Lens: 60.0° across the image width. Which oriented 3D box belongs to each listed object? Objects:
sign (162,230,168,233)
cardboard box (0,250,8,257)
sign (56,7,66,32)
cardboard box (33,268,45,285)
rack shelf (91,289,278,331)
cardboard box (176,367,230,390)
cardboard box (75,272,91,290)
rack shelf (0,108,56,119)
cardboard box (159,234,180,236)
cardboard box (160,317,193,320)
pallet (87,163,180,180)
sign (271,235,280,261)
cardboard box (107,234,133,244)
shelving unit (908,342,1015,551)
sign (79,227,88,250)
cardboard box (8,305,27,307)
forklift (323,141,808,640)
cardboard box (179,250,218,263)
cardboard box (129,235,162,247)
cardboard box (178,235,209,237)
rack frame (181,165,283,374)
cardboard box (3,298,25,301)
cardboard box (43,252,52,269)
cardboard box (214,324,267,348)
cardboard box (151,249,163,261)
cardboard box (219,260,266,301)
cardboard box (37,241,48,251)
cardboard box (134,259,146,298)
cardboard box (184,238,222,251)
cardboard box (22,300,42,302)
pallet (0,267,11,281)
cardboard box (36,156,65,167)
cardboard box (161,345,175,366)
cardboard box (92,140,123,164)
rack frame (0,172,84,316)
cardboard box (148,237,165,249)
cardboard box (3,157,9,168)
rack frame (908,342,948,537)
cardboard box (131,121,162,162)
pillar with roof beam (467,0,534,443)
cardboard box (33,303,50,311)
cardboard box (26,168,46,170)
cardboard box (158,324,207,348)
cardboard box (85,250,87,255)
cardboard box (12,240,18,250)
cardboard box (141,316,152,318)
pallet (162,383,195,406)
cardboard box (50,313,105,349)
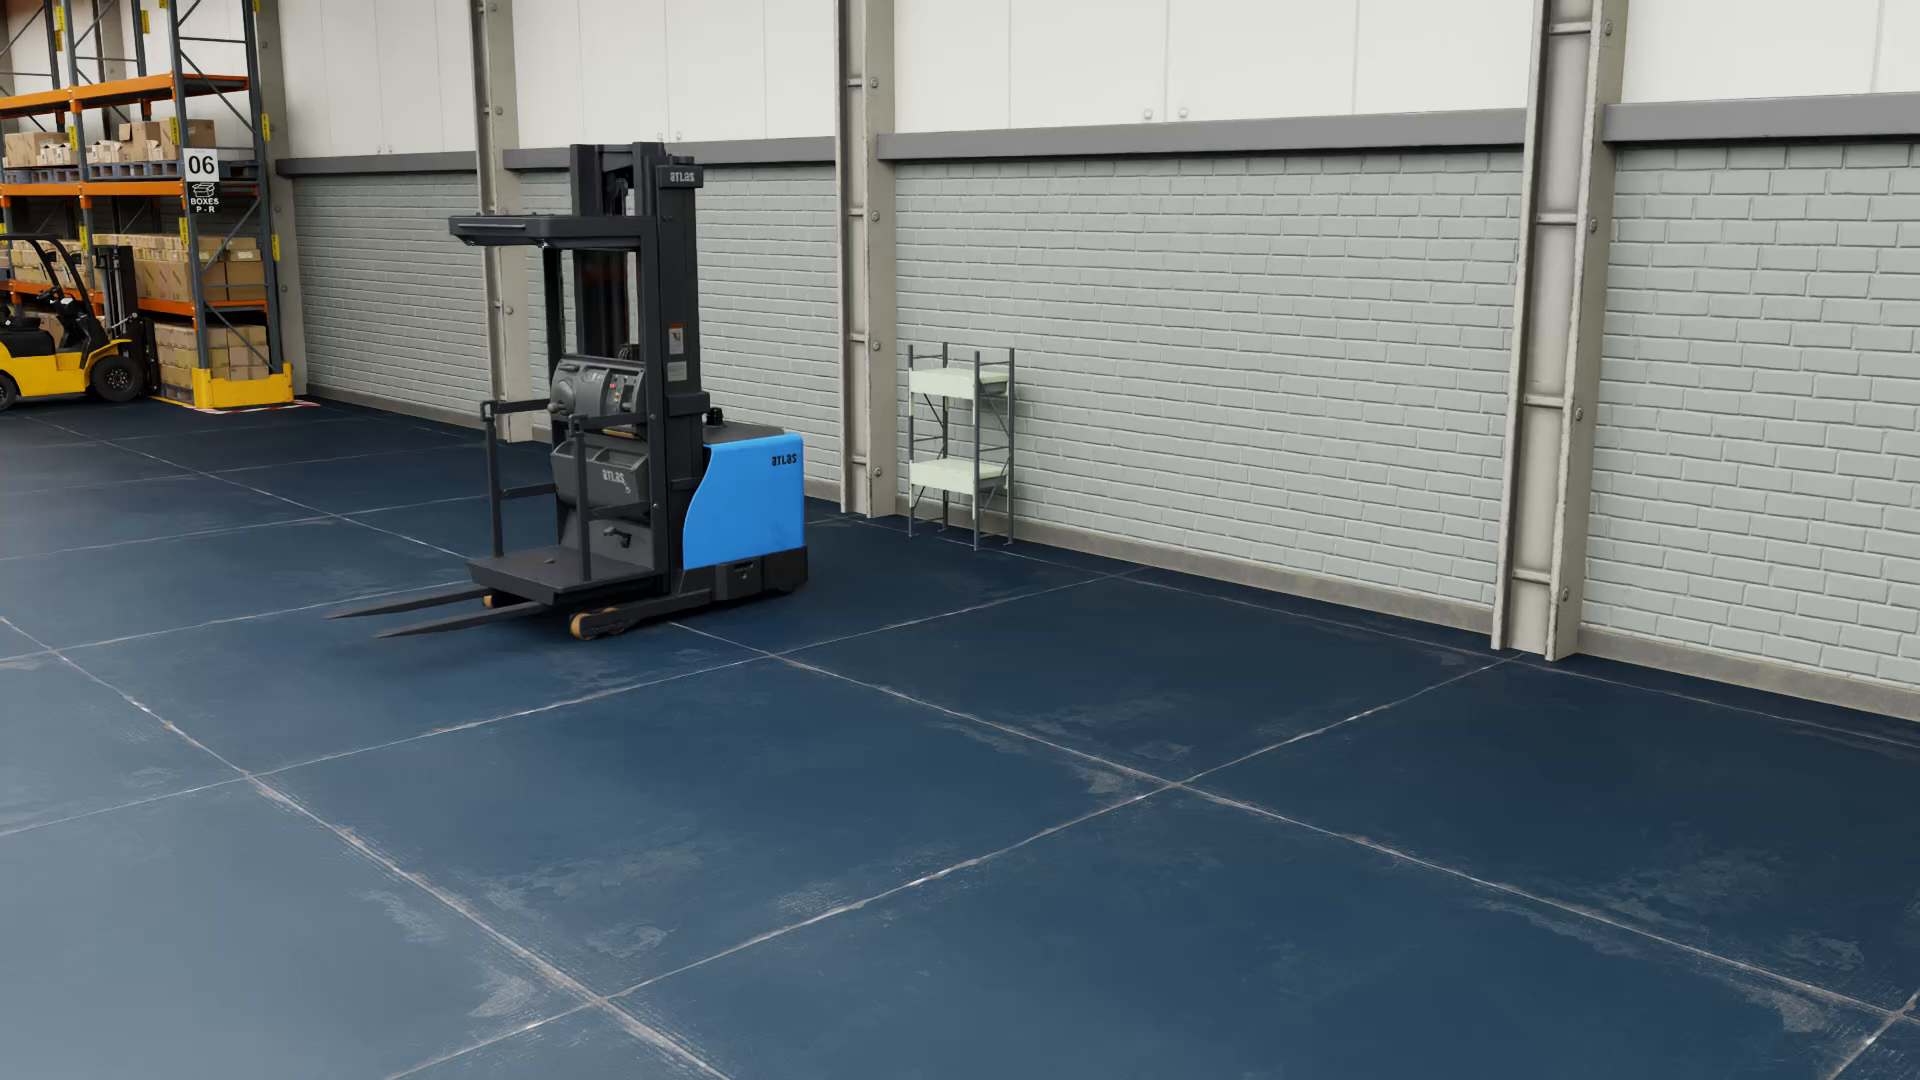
[{"bbox_3d":[-11.584,-4.348,24.242,0.100,0.325,0.005,-11,16,-43],"label":"sign"},{"bbox_3d":[-15.710,-4.633,27.296,0.500,0.250,0.500,11,16,42],"label":"cardboard box"},{"bbox_3d":[-12.369,-7.165,22.878,0.100,0.325,0.005,-11,16,-43],"label":"sign"},{"bbox_3d":[-13.913,-4.071,25.611,0.500,0.250,0.500,11,16,43],"label":"cardboard box"},{"bbox_3d":[-10.604,-3.164,22.617,1.077,0.370,4.000,-11,16,-43],"label":"rack shelf"},{"bbox_3d":[-9.775,-2.108,21.482,0.500,0.250,0.500,-11,16,-42],"label":"cardboard box"},{"bbox_3d":[-12.522,-3.772,24.156,0.500,0.250,0.500,-10,16,-41],"label":"cardboard box"},{"bbox_3d":[-16.128,-7.074,27.719,1.077,0.370,4.000,-11,16,-43],"label":"rack shelf"},{"bbox_3d":[-10.992,-4.209,23.315,0.380,0.149,0.250,-11,16,-44],"label":"cardboard box"},{"bbox_3d":[-10.805,-2.964,23.162,0.500,0.250,0.500,-11,16,-42],"label":"cardboard box"},{"bbox_3d":[-11.377,-5.113,23.081,1.003,0.211,1.213,-11,16,-43],"label":"pallet"},{"bbox_3d":[-8.817,-3.764,21.404,0.100,0.325,0.005,-11,16,-43],"label":"sign"},{"bbox_3d":[-11.720,-4.209,23.317,0.380,0.149,0.250,-11,16,-42],"label":"cardboard box"},{"bbox_3d":[0.005,-0.734,12.755,0.431,1.500,0.755,-11,16,-43],"label":"shelving unit"},{"bbox_3d":[-12.370,-4.259,23.479,0.100,0.325,0.005,-11,16,-43],"label":"sign"},{"bbox_3d":[-15.482,-3.763,27.290,0.250,0.149,0.380,11,16,42],"label":"cardboard box"},{"bbox_3d":[-2.412,-0.948,10.249,1.130,2.935,3.031,11,16,43],"label":"forklift"},{"bbox_3d":[-9.664,-3.603,21.108,0.380,0.149,0.250,-11,16,-42],"label":"cardboard box"},{"bbox_3d":[-11.032,-4.056,22.570,0.380,0.149,0.250,-11,16,-43],"label":"cardboard box"},{"bbox_3d":[-10.347,-4.045,22.520,0.380,0.149,0.250,-11,16,-42],"label":"cardboard box"},{"bbox_3d":[-9.222,-3.224,21.128,1.000,3.000,0.127,-11,16,-43],"label":"rack frame"},{"bbox_3d":[-16.687,-4.189,29.358,0.380,0.149,0.250,-11,16,-42],"label":"cardboard box"},{"bbox_3d":[-13.553,-4.241,25.197,0.500,0.250,0.500,-11,16,-42],"label":"cardboard box"},{"bbox_3d":[-9.417,-2.669,21.730,0.500,0.250,0.500,-11,16,-43],"label":"cardboard box"},{"bbox_3d":[-10.379,-3.752,21.835,0.250,0.149,0.380,11,16,43],"label":"cardboard box"},{"bbox_3d":[-9.364,-3.384,21.656,0.500,0.500,0.500,-10,15,-41],"label":"cardboard box"},{"bbox_3d":[-13.841,-4.484,25.387,0.380,0.149,0.250,-10,16,-41],"label":"cardboard box"},{"bbox_3d":[-10.813,-3.532,22.374,0.500,0.500,0.500,-11,16,-42],"label":"cardboard box"},{"bbox_3d":[-9.622,-3.760,21.133,0.380,0.149,0.250,-11,16,-42],"label":"cardboard box"},{"bbox_3d":[-15.969,-4.037,28.619,0.250,0.149,0.380,11,16,43],"label":"cardboard box"},{"bbox_3d":[-15.266,-4.387,27.247,1.213,0.211,1.003,-11,16,-43],"label":"pallet"},{"bbox_3d":[-13.496,-5.640,24.751,0.380,0.149,0.250,-11,16,-43],"label":"cardboard box"},{"bbox_3d":[-10.123,-2.430,21.808,0.500,0.250,0.500,-11,16,-43],"label":"cardboard box"},{"bbox_3d":[-11.587,-5.333,22.861,0.500,0.311,0.500,-10,16,-41],"label":"cardboard box"},{"bbox_3d":[-14.747,-4.392,26.795,1.000,3.000,0.127,-11,16,-43],"label":"rack frame"},{"bbox_3d":[-10.394,-3.895,21.790,0.380,0.149,0.250,-10,16,-41],"label":"cardboard box"},{"bbox_3d":[-14.726,-5.908,26.011,0.380,0.166,0.250,-11,16,-43],"label":"cardboard box"},{"bbox_3d":[-0.248,-0.787,13.015,0.400,1.500,0.023,-11,16,-43],"label":"rack frame"},{"bbox_3d":[-10.339,-5.191,21.704,0.700,0.500,0.500,-11,16,-42],"label":"cardboard box"},{"bbox_3d":[-8.021,-4.914,14.463,9.100,9.000,0.400,-11,16,-43],"label":"pillar with roof beam"},{"bbox_3d":[-15.276,-3.878,27.848,0.380,0.149,0.250,-11,16,-42],"label":"cardboard box"},{"bbox_3d":[-14.987,-6.108,27.076,0.380,0.149,0.250,-11,16,-43],"label":"cardboard box"},{"bbox_3d":[-10.123,-2.670,21.735,0.500,0.250,0.500,-11,16,-42],"label":"cardboard box"},{"bbox_3d":[-12.381,-4.194,23.978,0.380,0.149,0.250,-10,15,-41],"label":"cardboard box"},{"bbox_3d":[-14.740,-4.671,26.294,0.380,0.149,0.250,-10,15,-41],"label":"cardboard box"},{"bbox_3d":[-11.532,-2.966,23.172,0.500,0.250,0.500,-11,16,-42],"label":"cardboard box"},{"bbox_3d":[-9.781,-1.964,21.923,1.003,0.211,1.213,-11,16,-43],"label":"pallet"},{"bbox_3d":[-13.404,-3.149,25.607,0.625,0.625,0.875,11,16,43],"label":"cardboard box"}]
